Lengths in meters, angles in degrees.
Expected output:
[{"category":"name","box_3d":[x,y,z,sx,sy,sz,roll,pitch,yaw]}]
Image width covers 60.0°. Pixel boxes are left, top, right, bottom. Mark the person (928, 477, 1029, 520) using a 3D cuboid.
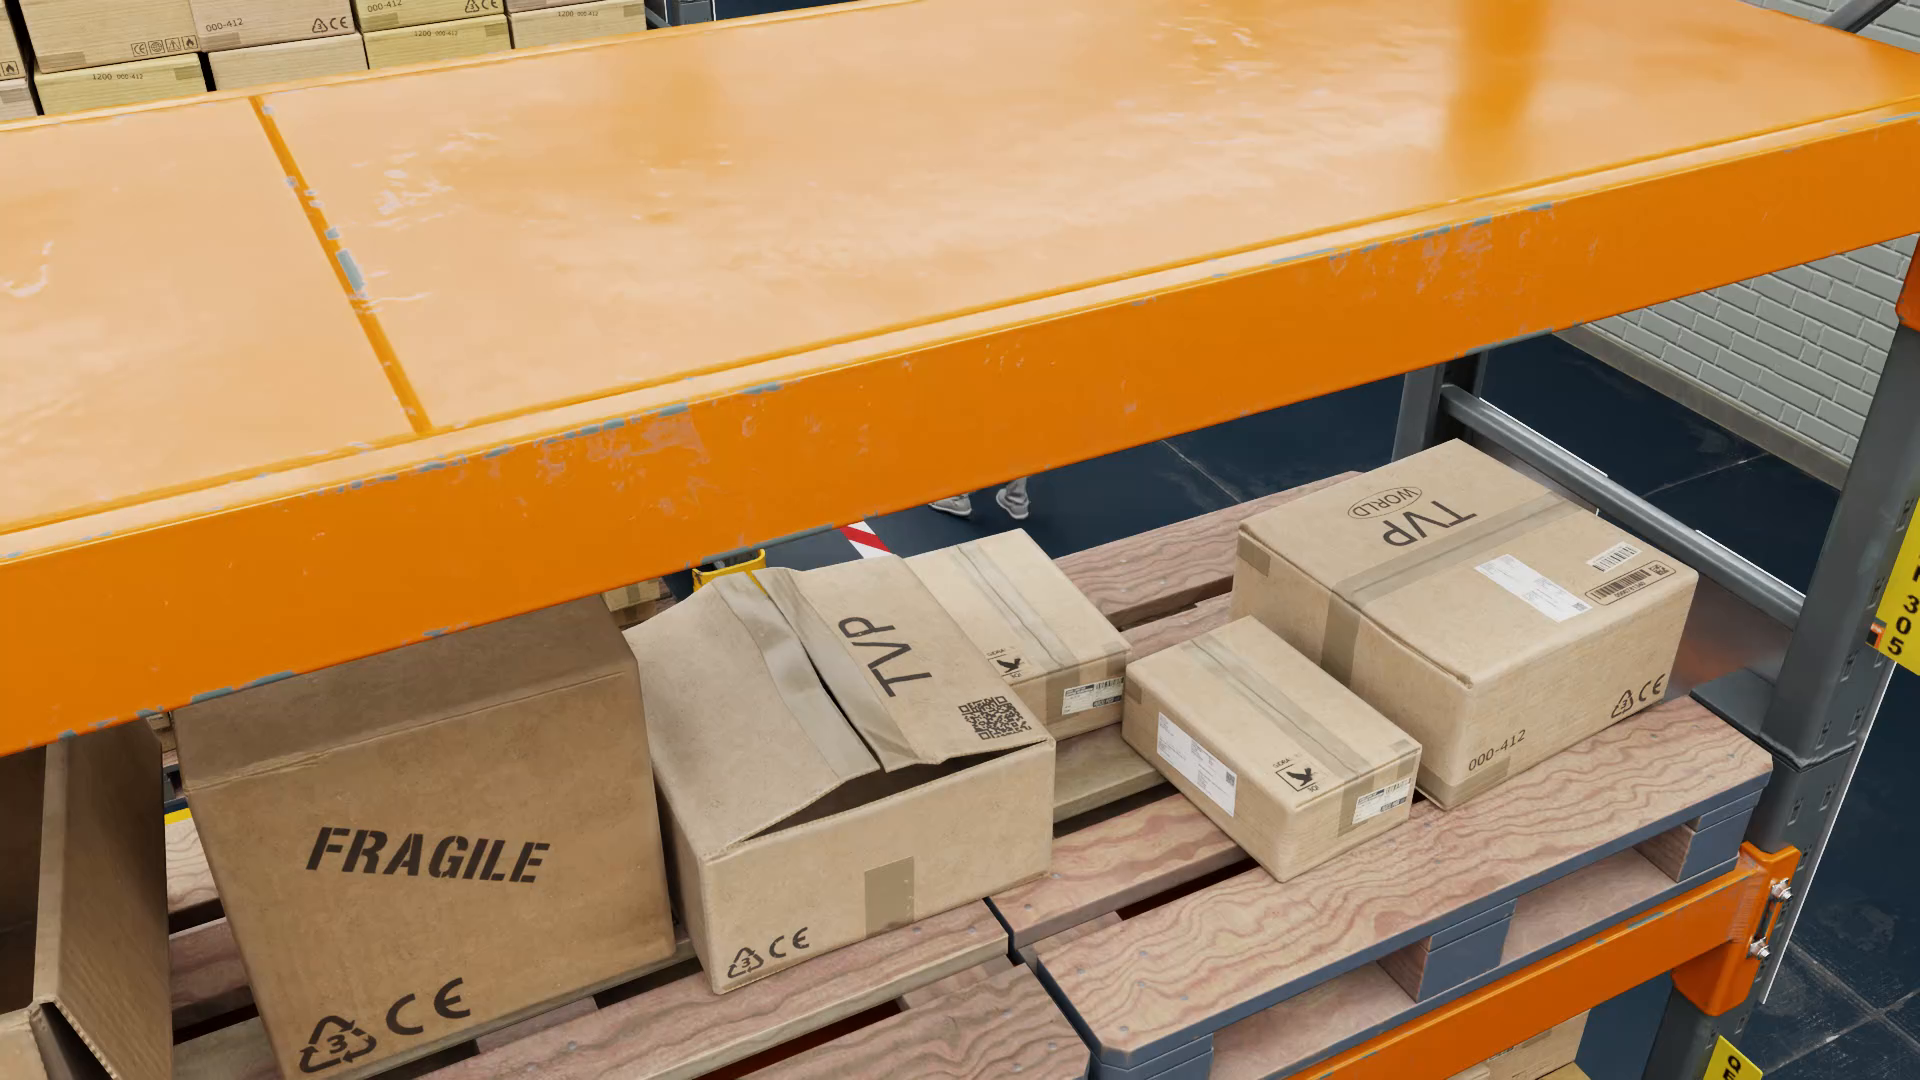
[{"category":"person","box_3d":[0.107,-0.865,8.449,0.583,1.676,0.496,-25,41,-33]}]
